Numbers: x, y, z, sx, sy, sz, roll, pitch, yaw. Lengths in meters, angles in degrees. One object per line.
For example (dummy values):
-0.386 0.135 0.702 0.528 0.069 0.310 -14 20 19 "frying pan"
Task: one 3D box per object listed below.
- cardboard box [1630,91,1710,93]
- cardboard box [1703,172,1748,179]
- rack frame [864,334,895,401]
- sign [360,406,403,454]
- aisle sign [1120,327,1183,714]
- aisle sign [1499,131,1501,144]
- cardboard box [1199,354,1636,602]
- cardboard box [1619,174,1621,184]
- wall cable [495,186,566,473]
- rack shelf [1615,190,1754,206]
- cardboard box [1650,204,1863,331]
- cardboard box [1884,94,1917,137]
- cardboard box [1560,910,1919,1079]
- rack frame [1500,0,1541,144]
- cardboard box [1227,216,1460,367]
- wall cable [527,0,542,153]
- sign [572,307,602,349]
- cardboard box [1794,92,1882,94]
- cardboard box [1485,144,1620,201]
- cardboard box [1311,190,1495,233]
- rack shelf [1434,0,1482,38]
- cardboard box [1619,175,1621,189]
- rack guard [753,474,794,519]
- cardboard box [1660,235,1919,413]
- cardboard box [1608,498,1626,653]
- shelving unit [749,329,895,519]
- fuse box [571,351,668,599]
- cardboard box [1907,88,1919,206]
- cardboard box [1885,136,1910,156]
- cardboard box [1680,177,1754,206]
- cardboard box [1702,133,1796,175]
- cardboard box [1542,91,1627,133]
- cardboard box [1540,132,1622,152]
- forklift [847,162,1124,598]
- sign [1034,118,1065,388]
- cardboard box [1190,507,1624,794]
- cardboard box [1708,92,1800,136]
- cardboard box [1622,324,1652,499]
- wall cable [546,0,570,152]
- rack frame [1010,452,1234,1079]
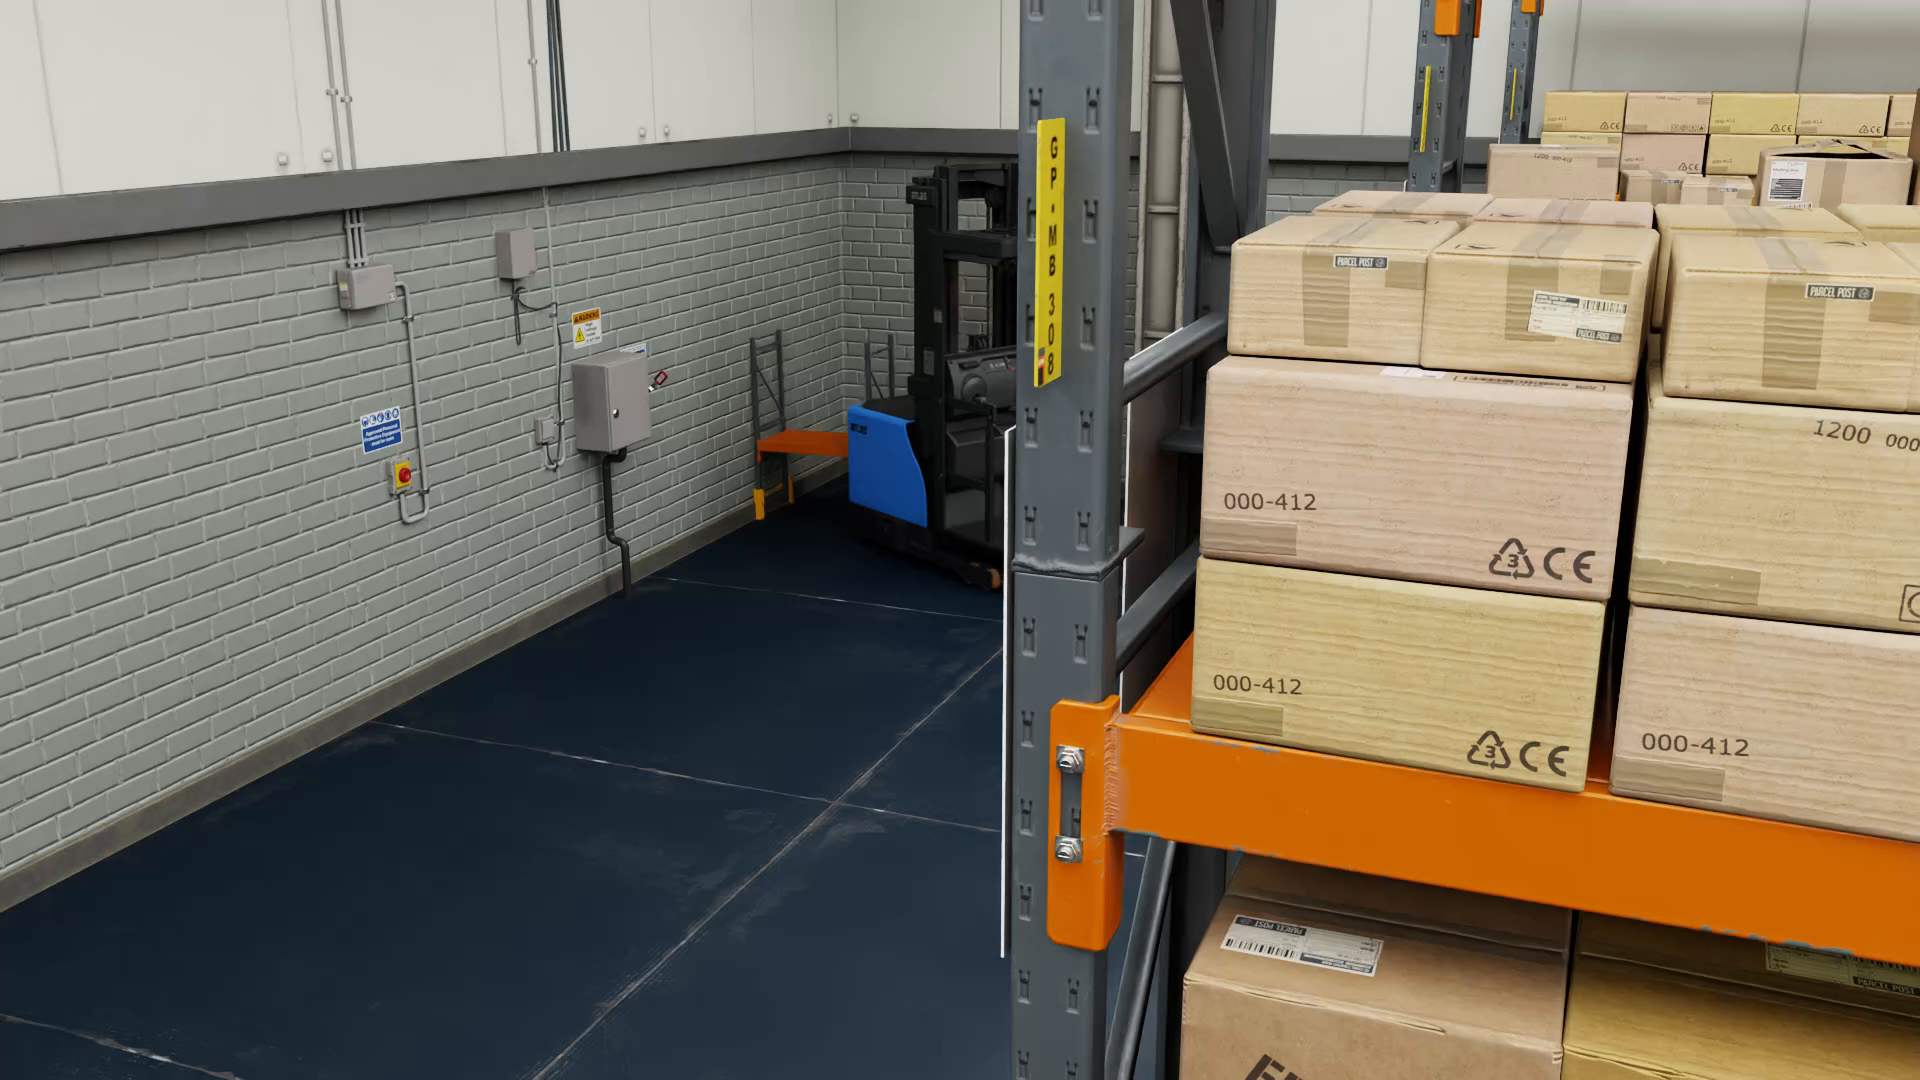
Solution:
4.852 -2.946 11.401 0.500 0.250 0.500 6 17 19 "cardboard box"
4.990 -2.321 10.858 0.250 0.149 0.380 6 17 20 "cardboard box"
-0.634 -0.885 13.453 0.032 1.500 0.500 5 17 21 "rack frame"
-3.294 -0.628 9.472 0.001 0.218 0.327 6 17 21 "sign"
0.354 0.027 3.039 0.004 0.787 0.394 6 17 21 "aisle sign"
3.681 -2.401 11.400 0.004 0.787 0.394 6 17 21 "aisle sign"
0.635 -0.135 2.250 0.500 0.250 0.500 7 17 22 "cardboard box"
4.503 -2.557 11.673 0.250 0.149 0.380 7 17 22 "cardboard box"
-2.710 -1.361 10.661 0.122 1.984 0.588 6 17 21 "wall cable"
5.713 -2.112 10.978 4.000 0.370 1.077 6 17 21 "rack shelf"
1.162 -0.405 2.466 0.250 0.149 0.380 6 17 19 "cardboard box"
6.072 -2.657 10.403 0.500 0.250 0.500 7 17 22 "cardboard box"
1.104 0.854 2.345 0.500 0.500 0.500 7 18 22 "cardboard box"
3.852 -4.102 11.164 0.127 3.000 1.000 6 17 21 "rack frame"
0.530 -0.347 2.267 0.250 0.149 0.380 6 17 20 "cardboard box"
-3.082 -3.518 9.152 0.029 3.000 2.355 6 17 21 "wall cable"
-2.526 -1.438 11.265 0.001 0.242 0.339 6 17 21 "sign"
5.791 -2.838 11.029 0.500 0.250 0.500 6 17 21 "cardboard box"
2.486 -1.529 7.017 0.500 0.250 0.500 5 17 16 "cardboard box"
0.729 -0.482 2.730 0.250 0.149 0.380 6 17 20 "cardboard box"
3.895 -2.073 6.180 4.000 0.370 1.077 6 17 21 "rack shelf"
4.549 -2.398 11.123 0.250 0.149 0.380 6 17 21 "cardboard box"
-1.568 -0.369 13.984 0.087 0.250 0.587 5 17 21 "rack guard"
0.986 -0.270 2.000 0.250 0.149 0.380 6 17 21 "cardboard box"
0.832 -0.030 2.786 0.500 0.250 0.500 6 17 19 "cardboard box"
-1.115 -0.929 13.638 1.083 1.500 0.587 5 17 21 "shelving unit"
-2.313 -0.416 11.536 0.414 1.711 0.539 6 17 21 "fuse box"
3.855 -1.427 6.216 0.500 0.500 0.500 7 17 22 "cardboard box"
6.073 -2.414 10.463 0.500 0.250 0.500 7 17 22 "cardboard box"
2.962 -1.332 6.521 0.250 0.149 0.380 7 18 23 "cardboard box"
5.117 -2.514 10.809 0.500 0.250 0.500 6 17 19 "cardboard box"
4.173 -2.862 11.112 0.500 0.250 0.500 6 17 20 "cardboard box"
4.165 -2.617 11.162 0.500 0.250 0.500 6 17 20 "cardboard box"
0.425 -1.195 12.034 1.130 2.935 3.031 -13 20 -37 "forklift"
0.113 -0.359 2.082 0.005 0.325 0.100 6 17 21 "sign"
0.636 0.104 2.323 0.500 0.250 0.500 7 18 23 "cardboard box"
5.112 -2.758 10.751 0.500 0.250 0.500 6 17 20 "cardboard box"
0.834 -0.267 2.705 0.500 0.250 0.500 6 17 19 "cardboard box"
-2.025 -4.255 11.623 0.133 3.039 2.988 6 17 21 "wall cable"
0.312 1.360 3.107 0.127 3.000 1.000 6 17 21 "rack frame"
